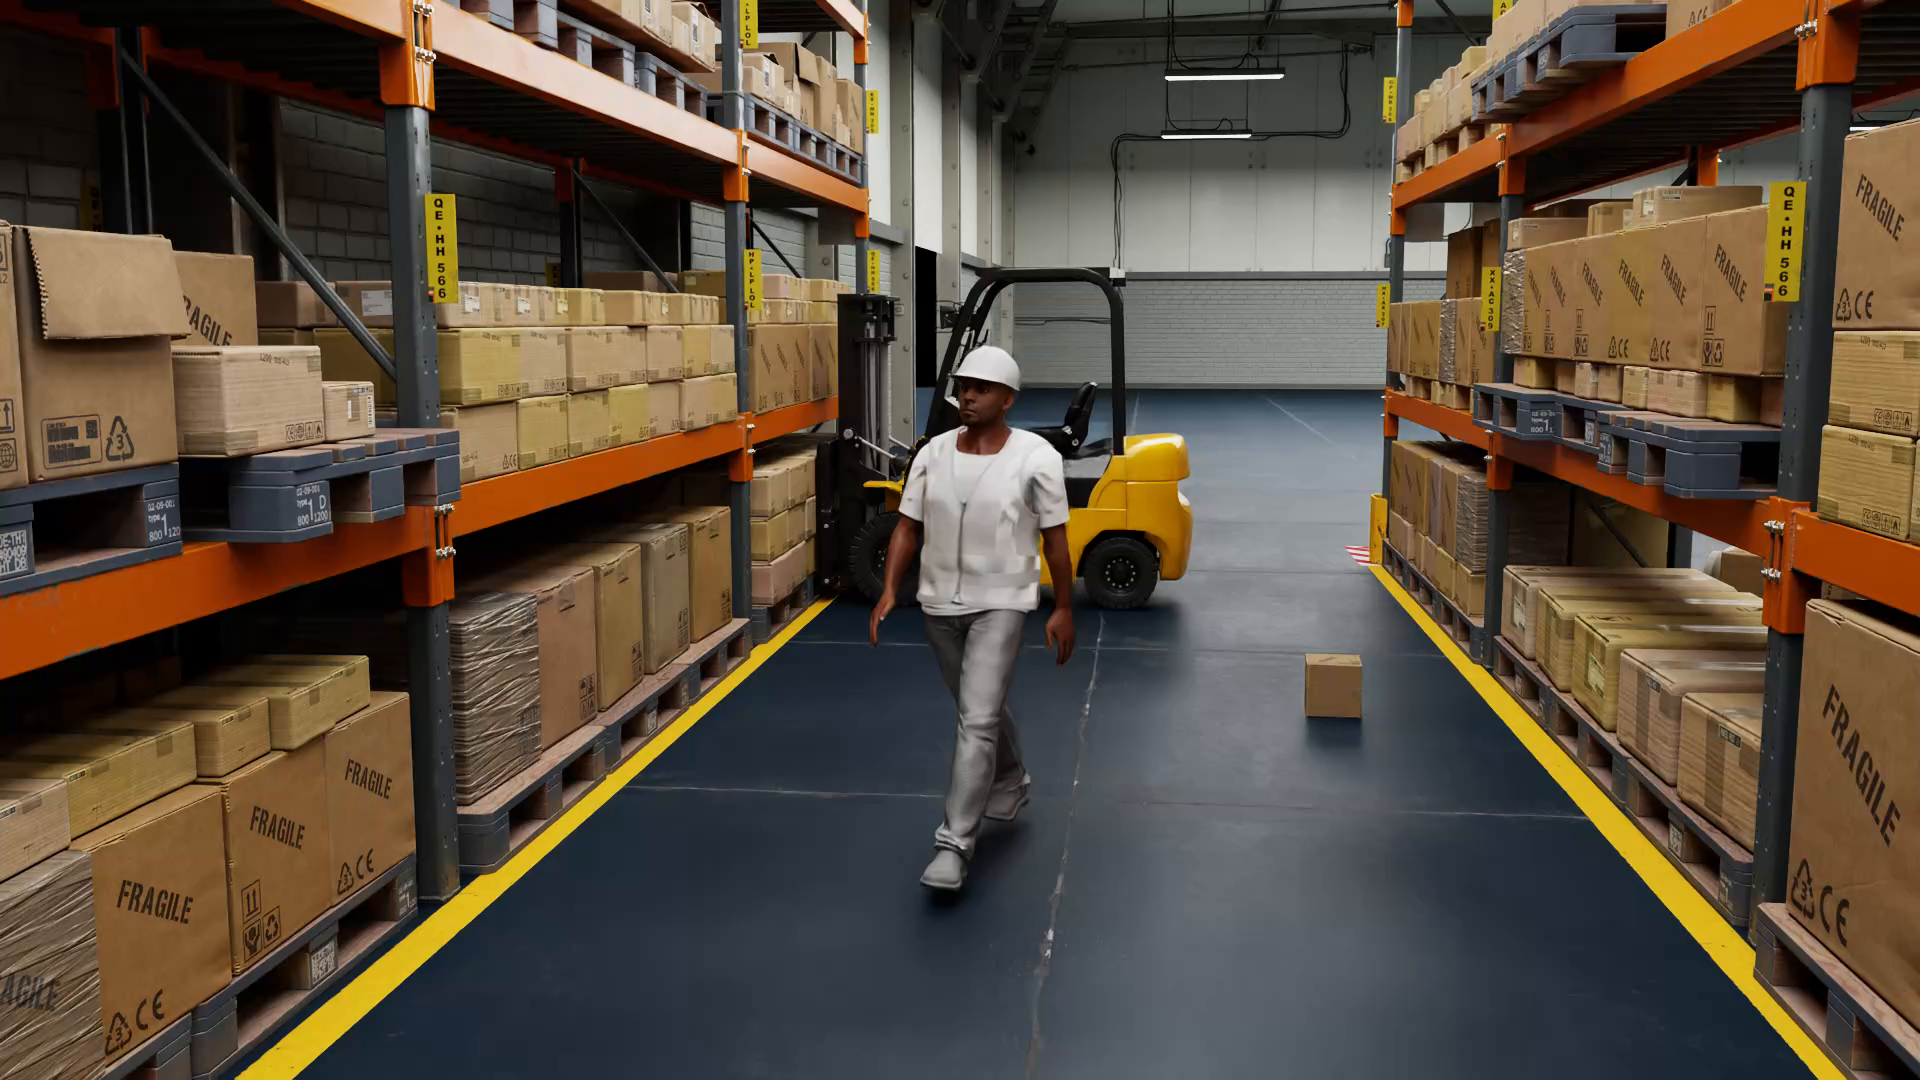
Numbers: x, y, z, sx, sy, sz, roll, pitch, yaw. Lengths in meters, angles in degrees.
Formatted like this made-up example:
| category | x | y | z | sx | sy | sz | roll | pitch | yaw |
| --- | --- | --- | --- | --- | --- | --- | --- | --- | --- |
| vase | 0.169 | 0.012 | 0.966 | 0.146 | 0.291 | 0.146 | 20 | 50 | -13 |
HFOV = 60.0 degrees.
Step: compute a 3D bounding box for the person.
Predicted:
| category | x | y | z | sx | sy | sz | roll | pitch | yaw |
| --- | --- | --- | --- | --- | --- | --- | --- | --- | --- |
| person | 0.023 | 0.216 | 5.559 | 0.604 | 1.719 | 1.031 | 4 | 9 | 27 |
